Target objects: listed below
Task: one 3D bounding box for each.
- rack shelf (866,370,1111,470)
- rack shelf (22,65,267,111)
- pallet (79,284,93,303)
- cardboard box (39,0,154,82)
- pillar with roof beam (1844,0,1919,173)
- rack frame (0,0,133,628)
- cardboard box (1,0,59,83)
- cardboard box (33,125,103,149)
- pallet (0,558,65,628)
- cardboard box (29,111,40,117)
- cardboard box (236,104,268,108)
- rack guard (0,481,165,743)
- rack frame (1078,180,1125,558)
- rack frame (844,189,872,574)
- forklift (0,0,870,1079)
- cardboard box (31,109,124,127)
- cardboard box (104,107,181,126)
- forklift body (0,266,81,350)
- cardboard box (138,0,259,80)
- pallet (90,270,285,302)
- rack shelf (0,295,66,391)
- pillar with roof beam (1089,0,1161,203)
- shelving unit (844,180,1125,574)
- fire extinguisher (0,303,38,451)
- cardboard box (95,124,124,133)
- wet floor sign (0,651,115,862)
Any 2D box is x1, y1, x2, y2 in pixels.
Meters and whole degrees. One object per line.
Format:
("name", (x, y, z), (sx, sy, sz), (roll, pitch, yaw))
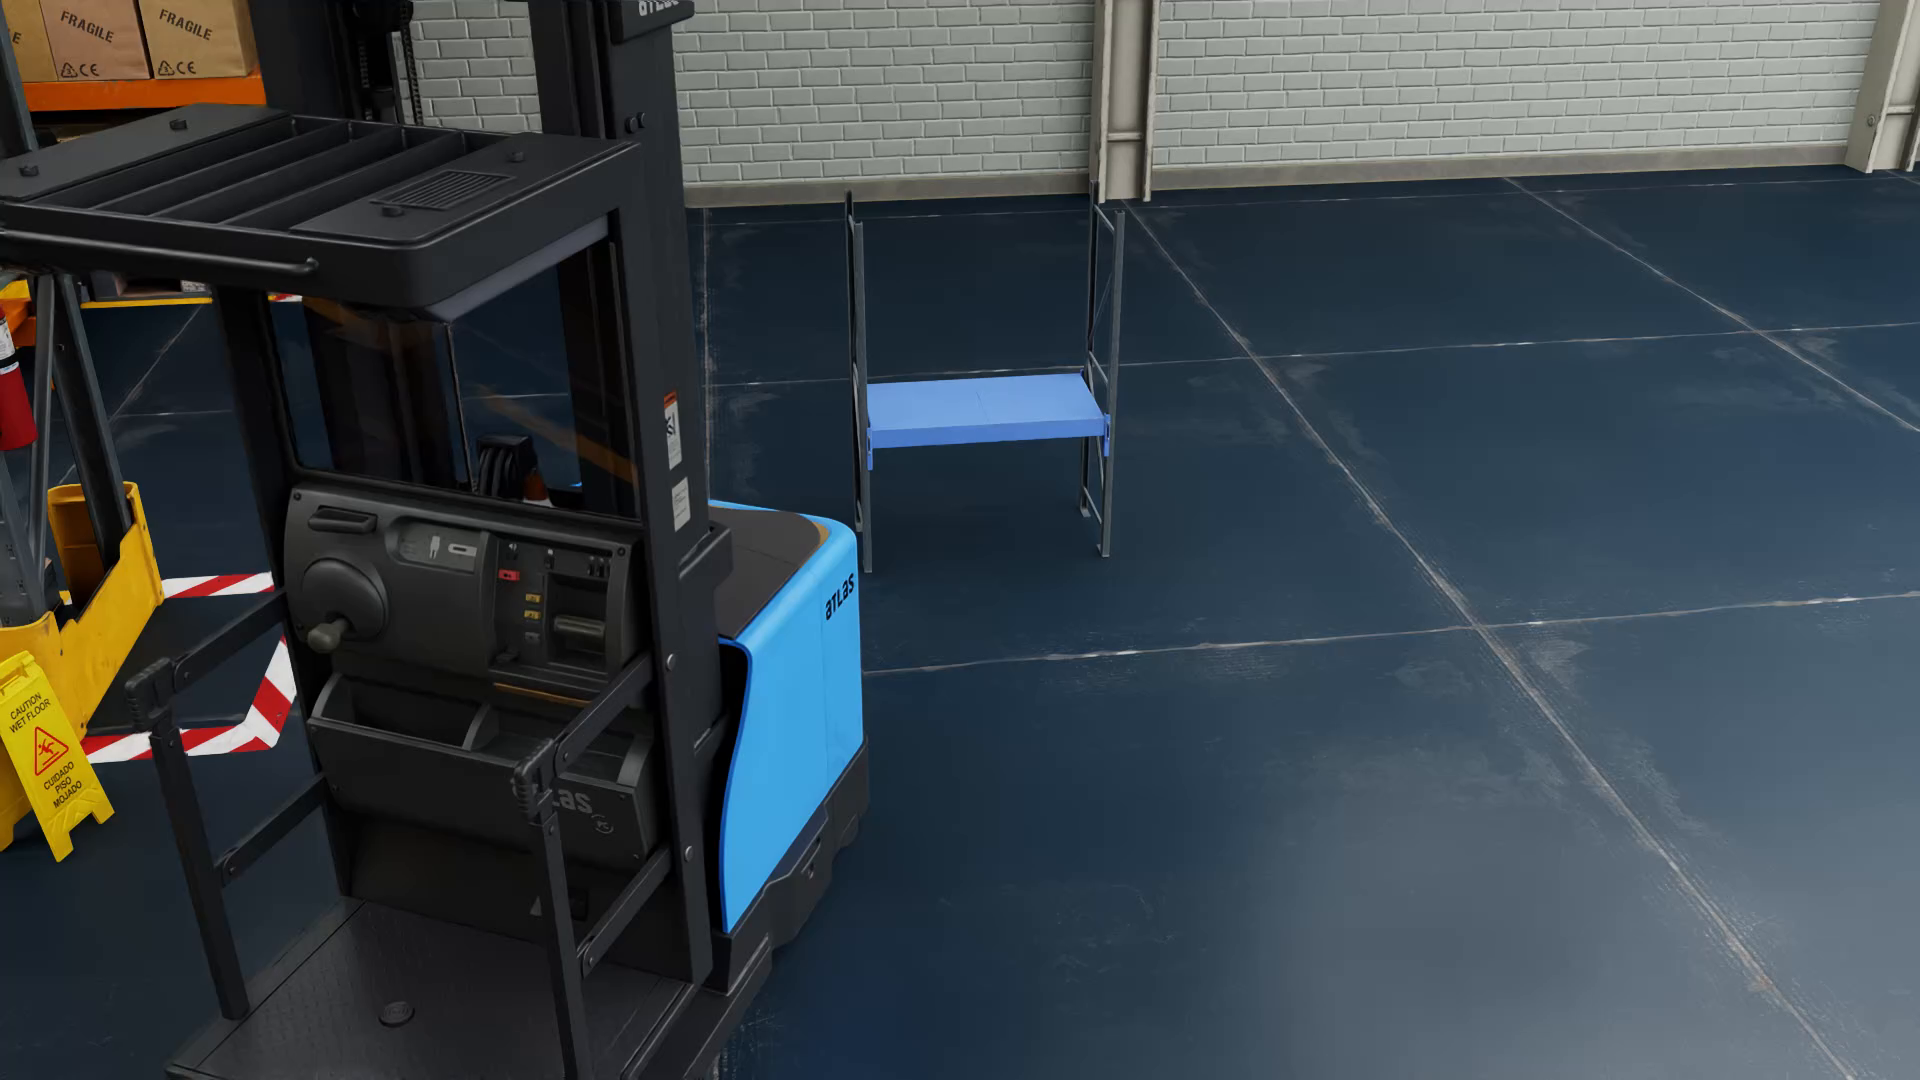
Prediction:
("rack shelf", (0.084, -0.513, 7.000), (1.000, 0.185, 0.538), (-4, 27, -7))
("rack shelf", (-5.945, -2.652, 9.921), (4.000, 0.370, 1.077), (-4, 27, -7))
("pallet", (-5.922, -1.715, 10.361), (1.213, 0.211, 1.003), (-4, 27, -7))
("cardboard box", (-4.931, -2.965, 9.633), (0.500, 0.500, 0.500), (-3, 27, -5))
("pillar with roof beam", (7.703, -4.949, 7.037), (0.400, 9.000, 9.100), (-4, 27, -7))
("rack frame", (-3.270, -0.856, 5.632), (0.127, 3.000, 1.000), (-4, 27, -7))
("cardboard box", (-5.438, -2.932, 9.569), (0.500, 0.500, 0.500), (-4, 27, -8))
("cardboard box", (-5.381, -2.266, 9.836), (0.500, 0.250, 0.500), (-3, 27, -6))
("pallet", (-4.154, 0.426, 6.189), (1.213, 0.211, 1.003), (-4, 27, -7))
("cardboard box", (-5.967, -2.473, 10.240), (0.500, 0.250, 0.500), (-4, 27, -8))
("cardboard box", (-4.467, -2.563, 10.415), (0.500, 0.250, 0.500), (-4, 27, -8))
("rack guard", (-3.345, 0.261, 6.193), (0.348, 0.500, 1.175), (-4, 27, -7))
("rack frame", (0.588, -0.705, 6.981), (0.032, 1.500, 0.500), (-4, 27, -7))
("rack frame", (-0.419, -0.640, 6.855), (0.032, 1.500, 0.500), (-4, 27, -7))
("forklift", (-1.257, 0.157, 3.733), (1.130, 2.935, 3.031), (9, 28, 17))
("cardboard box", (-5.458, -2.502, 10.298), (0.500, 0.250, 0.500), (-4, 27, -7))
("cardboard box", (-4.961, -2.529, 10.350), (0.500, 0.250, 0.500), (-4, 27, -7))
("forklift body", (-5.588, -1.776, 8.356), (1.214, 2.155, 2.313), (-4, 27, -7))
("cardboard box", (-4.416, -2.994, 9.689), (0.500, 0.500, 0.500), (-4, 27, -8))
("pallet", (-4.716, -1.791, 10.509), (1.213, 0.211, 1.003), (-4, 27, -7))
("rack shelf", (-5.250, -0.408, 5.548), (4.000, 0.370, 1.077), (-4, 27, -7))
("pillar with roof beam", (1.761, -4.567, 6.294), (0.400, 9.000, 9.100), (-4, 27, -7))
("shelving unit", (0.084, -0.673, 6.918), (1.048, 1.500, 0.538), (-4, 27, -7))
("fire extinguisher", (-3.092, -0.620, 5.258), (0.183, 0.674, 0.296), (-4, 27, -7))
("cardboard box", (-4.882, -2.302, 9.908), (0.500, 0.250, 0.500), (-3, 27, -6))
("wet floor sign", (-2.932, 0.664, 5.250), (0.232, 0.644, 0.267), (6, 28, 11))
